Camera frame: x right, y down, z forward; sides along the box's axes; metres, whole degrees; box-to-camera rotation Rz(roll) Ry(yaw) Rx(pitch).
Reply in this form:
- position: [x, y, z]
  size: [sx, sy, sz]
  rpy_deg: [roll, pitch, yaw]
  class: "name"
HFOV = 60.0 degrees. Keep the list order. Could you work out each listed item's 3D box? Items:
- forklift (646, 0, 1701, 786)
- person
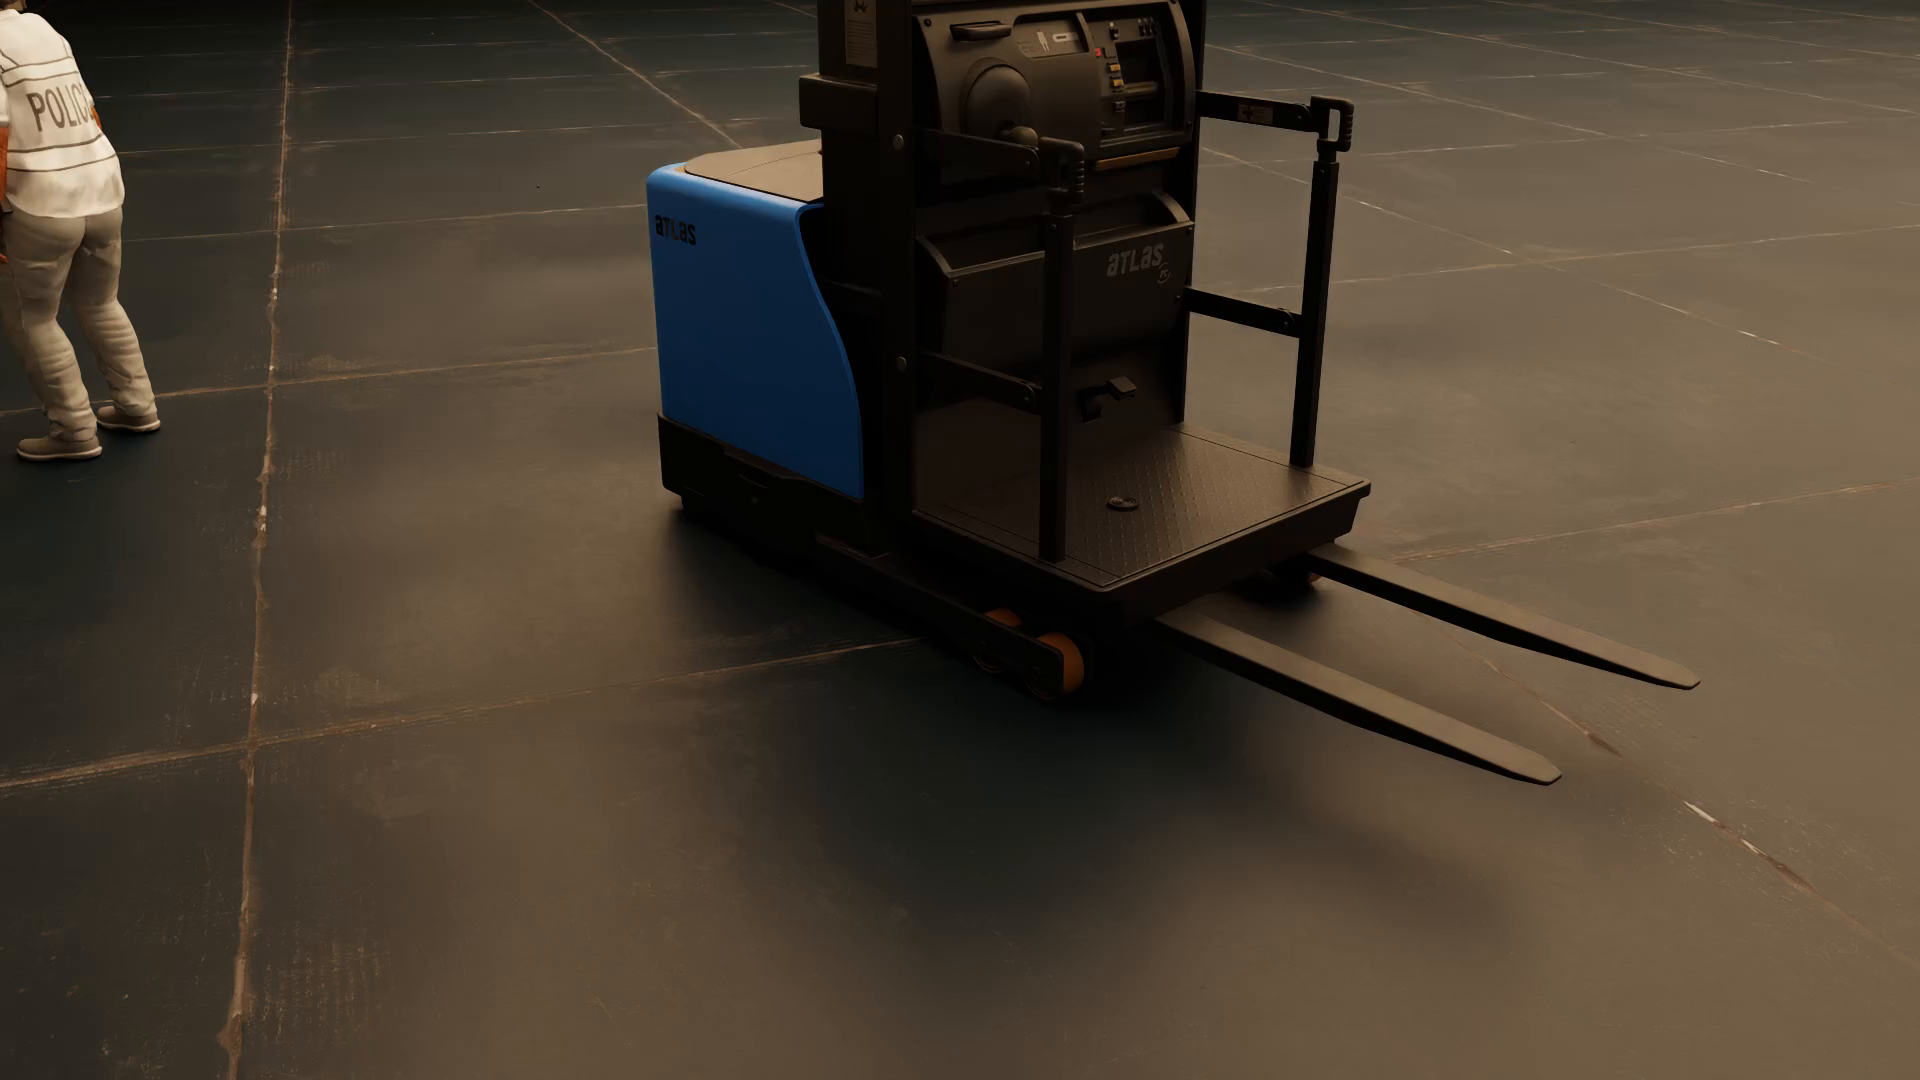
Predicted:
- position: [0.409, -1.176, 4.096]
  size: [1.130, 2.935, 3.031]
  rpy_deg: [-19, 30, -38]
  class: "forklift"
- position: [-3.068, -1.108, 5.570]
  size: [0.469, 1.664, 0.551]
  rpy_deg: [6, 24, 14]
  class: "person"
